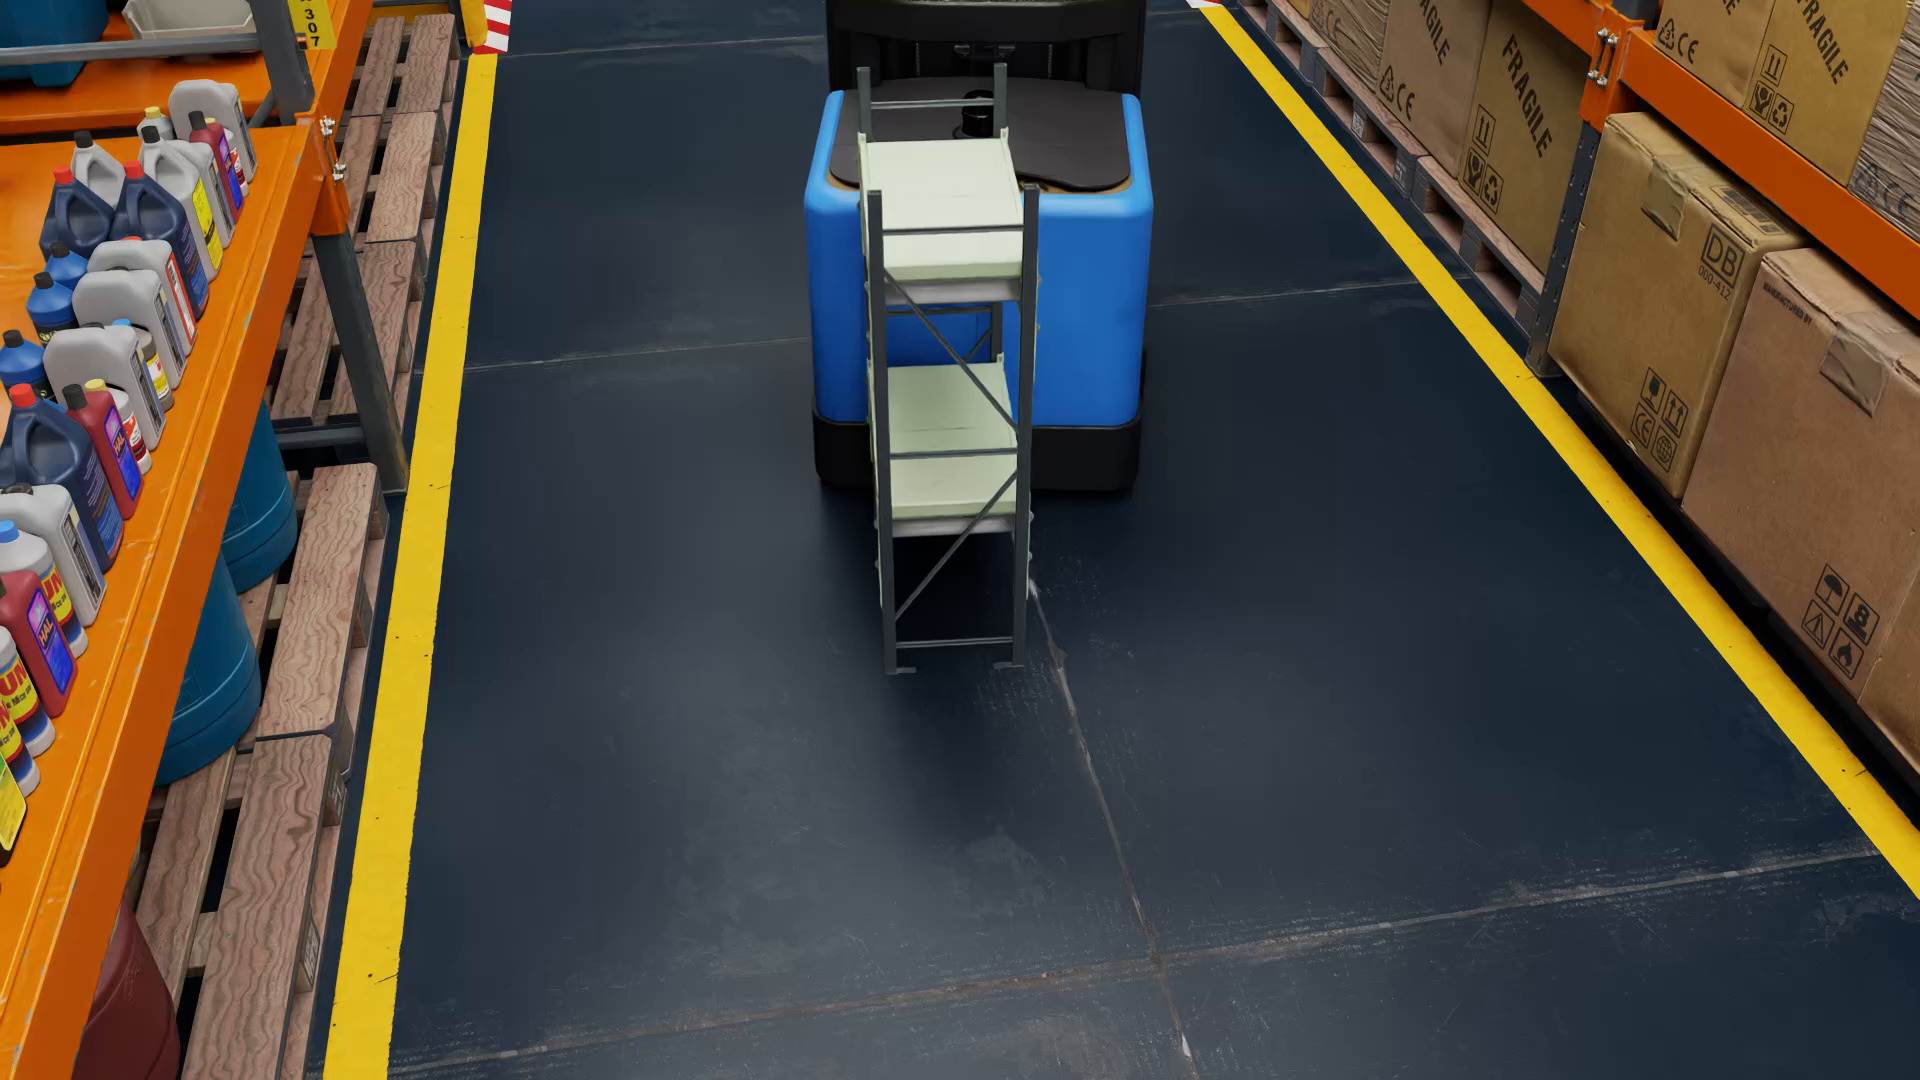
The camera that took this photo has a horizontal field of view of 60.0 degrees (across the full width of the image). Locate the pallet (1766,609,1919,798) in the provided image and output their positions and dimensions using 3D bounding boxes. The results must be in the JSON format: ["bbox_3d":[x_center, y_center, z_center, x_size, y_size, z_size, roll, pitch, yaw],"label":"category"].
[{"bbox_3d":[2.992,0.449,4.500,1.003,0.211,1.213,-6,38,-8],"label":"pallet"}]

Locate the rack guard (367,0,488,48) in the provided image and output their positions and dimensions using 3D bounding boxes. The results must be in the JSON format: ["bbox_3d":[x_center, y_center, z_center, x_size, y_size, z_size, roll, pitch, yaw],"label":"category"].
[{"bbox_3d":[-3.030,-2.758,8.393,1.175,0.500,0.348,-6,38,-8],"label":"rack guard"}]

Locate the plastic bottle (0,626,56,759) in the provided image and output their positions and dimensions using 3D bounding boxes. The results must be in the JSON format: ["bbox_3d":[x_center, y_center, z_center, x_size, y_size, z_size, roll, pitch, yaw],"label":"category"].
[{"bbox_3d":[-1.523,0.223,2.622,0.097,0.271,0.097,0,38,0],"label":"plastic bottle"}]

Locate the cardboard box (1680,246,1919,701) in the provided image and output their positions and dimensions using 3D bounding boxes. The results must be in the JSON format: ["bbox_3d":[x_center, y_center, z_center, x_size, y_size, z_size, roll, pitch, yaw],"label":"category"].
[{"bbox_3d":[2.854,-0.252,4.518,1.225,0.875,0.875,-7,38,-10],"label":"cardboard box"}]

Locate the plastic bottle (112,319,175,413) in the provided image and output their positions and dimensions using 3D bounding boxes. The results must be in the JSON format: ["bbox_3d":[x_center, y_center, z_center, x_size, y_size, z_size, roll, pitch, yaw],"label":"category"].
[{"bbox_3d":[-1.701,-0.361,3.431,0.097,0.201,0.097,0,38,0],"label":"plastic bottle"}]

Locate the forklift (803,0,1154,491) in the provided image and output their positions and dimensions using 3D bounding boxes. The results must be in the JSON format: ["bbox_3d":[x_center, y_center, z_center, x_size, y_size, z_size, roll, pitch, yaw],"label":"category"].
[{"bbox_3d":[0.095,-2.194,5.686,1.130,2.935,3.031,1,38,1],"label":"forklift"}]

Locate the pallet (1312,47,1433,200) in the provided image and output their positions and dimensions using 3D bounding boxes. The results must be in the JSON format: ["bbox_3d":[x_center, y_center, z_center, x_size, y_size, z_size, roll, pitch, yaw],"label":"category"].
[{"bbox_3d":[2.291,-1.954,7.593,1.003,0.211,1.213,-6,38,-8],"label":"pallet"}]

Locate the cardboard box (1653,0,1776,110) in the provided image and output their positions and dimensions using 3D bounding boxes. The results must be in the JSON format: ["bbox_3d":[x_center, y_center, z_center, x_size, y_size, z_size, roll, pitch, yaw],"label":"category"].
[{"bbox_3d":[2.399,-1.584,4.762,0.500,0.500,0.500,-6,38,-8],"label":"cardboard box"}]

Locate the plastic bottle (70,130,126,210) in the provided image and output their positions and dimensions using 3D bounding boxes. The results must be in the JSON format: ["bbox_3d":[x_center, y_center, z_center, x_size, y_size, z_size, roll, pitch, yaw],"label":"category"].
[{"bbox_3d":[-1.970,-0.761,3.825,0.144,0.351,0.185,-6,38,-8],"label":"plastic bottle"}]

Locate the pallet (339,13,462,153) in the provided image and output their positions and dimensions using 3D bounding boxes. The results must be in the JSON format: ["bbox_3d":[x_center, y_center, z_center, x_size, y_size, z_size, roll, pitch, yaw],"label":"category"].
[{"bbox_3d":[-2.906,-2.129,7.818,1.003,0.211,1.213,-6,38,-8],"label":"pallet"}]

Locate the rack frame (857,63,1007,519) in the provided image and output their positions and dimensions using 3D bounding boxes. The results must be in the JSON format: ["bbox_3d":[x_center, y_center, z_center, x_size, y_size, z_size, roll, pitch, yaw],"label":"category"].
[{"bbox_3d":[-0.074,-0.668,4.888,0.400,1.500,0.023,-3,38,-4],"label":"rack frame"}]

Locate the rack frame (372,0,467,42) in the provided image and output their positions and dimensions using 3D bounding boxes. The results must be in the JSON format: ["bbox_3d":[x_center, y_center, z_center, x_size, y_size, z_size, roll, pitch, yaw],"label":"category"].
[{"bbox_3d":[-3.013,-3.732,7.609,1.000,3.000,0.127,-6,38,-8],"label":"rack frame"}]

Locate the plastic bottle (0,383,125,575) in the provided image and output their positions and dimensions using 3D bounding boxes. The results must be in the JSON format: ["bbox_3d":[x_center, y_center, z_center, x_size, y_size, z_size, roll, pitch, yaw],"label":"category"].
[{"bbox_3d":[-1.635,-0.111,2.988,0.144,0.351,0.185,-6,38,-8],"label":"plastic bottle"}]

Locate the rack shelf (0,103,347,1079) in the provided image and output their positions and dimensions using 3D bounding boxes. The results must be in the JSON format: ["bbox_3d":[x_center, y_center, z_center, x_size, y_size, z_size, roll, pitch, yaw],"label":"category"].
[{"bbox_3d":[-1.961,0.176,3.165,1.077,0.370,4.000,-6,38,-8],"label":"rack shelf"}]

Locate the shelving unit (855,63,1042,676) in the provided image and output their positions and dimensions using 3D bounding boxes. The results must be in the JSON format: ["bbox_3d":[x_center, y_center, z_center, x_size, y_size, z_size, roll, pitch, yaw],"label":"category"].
[{"bbox_3d":[-0.045,-0.444,4.600,0.431,1.500,0.755,-3,38,-4],"label":"shelving unit"}]

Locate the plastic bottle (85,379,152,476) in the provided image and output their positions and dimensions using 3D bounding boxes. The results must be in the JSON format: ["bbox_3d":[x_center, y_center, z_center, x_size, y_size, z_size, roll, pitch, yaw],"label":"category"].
[{"bbox_3d":[-1.660,-0.221,3.251,0.097,0.201,0.097,0,38,0],"label":"plastic bottle"}]

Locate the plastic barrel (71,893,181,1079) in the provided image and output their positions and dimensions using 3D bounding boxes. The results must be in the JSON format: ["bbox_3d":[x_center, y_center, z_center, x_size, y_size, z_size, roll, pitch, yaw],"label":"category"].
[{"bbox_3d":[-1.911,0.911,3.256,0.600,0.588,0.708,-6,38,-8],"label":"plastic barrel"}]

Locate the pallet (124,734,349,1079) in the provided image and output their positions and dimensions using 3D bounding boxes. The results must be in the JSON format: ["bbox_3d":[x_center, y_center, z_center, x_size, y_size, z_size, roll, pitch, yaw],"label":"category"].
[{"bbox_3d":[-2.000,0.994,3.798,1.003,0.211,1.213,-6,38,-8],"label":"pallet"}]

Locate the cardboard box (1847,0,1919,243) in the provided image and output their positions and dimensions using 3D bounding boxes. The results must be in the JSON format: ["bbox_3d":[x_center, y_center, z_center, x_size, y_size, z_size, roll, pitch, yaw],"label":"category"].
[{"bbox_3d":[2.576,-0.978,3.982,0.500,0.500,0.500,-7,38,-9],"label":"cardboard box"}]

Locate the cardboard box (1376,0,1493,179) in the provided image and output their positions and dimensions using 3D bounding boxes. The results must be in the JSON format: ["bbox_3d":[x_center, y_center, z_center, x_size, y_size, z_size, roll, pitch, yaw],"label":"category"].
[{"bbox_3d":[2.370,-2.126,6.932,0.875,0.875,0.875,-6,38,-8],"label":"cardboard box"}]

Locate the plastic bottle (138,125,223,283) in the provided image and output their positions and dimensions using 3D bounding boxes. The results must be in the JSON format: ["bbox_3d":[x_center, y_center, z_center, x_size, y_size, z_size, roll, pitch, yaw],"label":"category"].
[{"bbox_3d":[-1.828,-0.777,3.845,0.144,0.351,0.185,-6,38,-8],"label":"plastic bottle"}]

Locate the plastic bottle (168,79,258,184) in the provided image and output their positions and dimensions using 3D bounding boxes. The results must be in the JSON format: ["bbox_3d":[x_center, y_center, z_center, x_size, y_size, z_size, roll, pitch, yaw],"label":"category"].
[{"bbox_3d":[-1.924,-1.064,4.275,0.152,0.276,0.135,-6,38,-8],"label":"plastic bottle"}]

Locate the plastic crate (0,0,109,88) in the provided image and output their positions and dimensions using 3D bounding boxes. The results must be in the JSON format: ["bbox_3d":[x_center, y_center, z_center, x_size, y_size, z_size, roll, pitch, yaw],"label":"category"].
[{"bbox_3d":[-2.729,-1.579,4.801,0.392,0.384,0.575,-6,38,-8],"label":"plastic crate"}]

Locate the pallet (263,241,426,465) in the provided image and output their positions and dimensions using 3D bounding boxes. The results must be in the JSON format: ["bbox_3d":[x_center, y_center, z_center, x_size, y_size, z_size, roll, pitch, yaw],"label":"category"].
[{"bbox_3d":[-2.479,-0.655,5.921,1.003,0.211,1.213,-6,38,-8],"label":"pallet"}]

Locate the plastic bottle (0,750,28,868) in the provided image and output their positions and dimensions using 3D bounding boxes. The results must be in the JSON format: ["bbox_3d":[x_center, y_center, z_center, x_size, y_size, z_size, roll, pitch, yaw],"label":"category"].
[{"bbox_3d":[-1.468,0.345,2.456,0.061,0.283,0.133,-6,38,-8],"label":"plastic bottle"}]

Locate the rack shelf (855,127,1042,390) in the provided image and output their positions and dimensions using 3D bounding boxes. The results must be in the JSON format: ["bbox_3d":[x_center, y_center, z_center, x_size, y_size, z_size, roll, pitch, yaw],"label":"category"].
[{"bbox_3d":[-0.045,-0.753,4.360,0.431,0.370,0.720,-3,38,-4],"label":"rack shelf"}]

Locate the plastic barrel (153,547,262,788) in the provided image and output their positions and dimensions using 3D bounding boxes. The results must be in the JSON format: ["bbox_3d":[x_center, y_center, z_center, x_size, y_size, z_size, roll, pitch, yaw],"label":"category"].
[{"bbox_3d":[-2.109,0.105,4.038,0.600,0.901,0.708,-6,38,-8],"label":"plastic barrel"}]

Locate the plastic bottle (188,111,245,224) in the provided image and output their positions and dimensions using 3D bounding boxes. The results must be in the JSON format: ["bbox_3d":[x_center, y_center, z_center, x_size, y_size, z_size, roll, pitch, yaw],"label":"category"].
[{"bbox_3d":[-1.839,-0.932,4.100,0.061,0.283,0.133,-6,38,-8],"label":"plastic bottle"}]

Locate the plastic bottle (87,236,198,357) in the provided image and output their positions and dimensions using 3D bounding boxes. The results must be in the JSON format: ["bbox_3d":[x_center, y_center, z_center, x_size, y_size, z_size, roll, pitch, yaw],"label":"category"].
[{"bbox_3d":[-1.772,-0.539,3.599,0.152,0.276,0.135,-6,38,-8],"label":"plastic bottle"}]

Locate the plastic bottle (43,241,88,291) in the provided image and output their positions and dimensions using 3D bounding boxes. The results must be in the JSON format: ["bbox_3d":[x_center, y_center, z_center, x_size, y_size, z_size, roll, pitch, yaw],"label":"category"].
[{"bbox_3d":[-1.891,-0.512,3.569,0.097,0.271,0.097,0,38,0],"label":"plastic bottle"}]

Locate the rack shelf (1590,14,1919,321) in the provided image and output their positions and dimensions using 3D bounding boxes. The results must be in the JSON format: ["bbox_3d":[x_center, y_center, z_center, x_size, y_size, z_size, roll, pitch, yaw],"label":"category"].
[{"bbox_3d":[2.915,-0.357,3.851,1.077,0.370,4.000,-6,38,-8],"label":"rack shelf"}]

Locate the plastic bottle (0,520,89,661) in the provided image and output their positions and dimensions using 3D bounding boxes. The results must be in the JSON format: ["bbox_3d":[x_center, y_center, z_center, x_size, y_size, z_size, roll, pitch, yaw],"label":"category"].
[{"bbox_3d":[-1.564,0.084,2.802,0.097,0.271,0.097,0,38,0],"label":"plastic bottle"}]

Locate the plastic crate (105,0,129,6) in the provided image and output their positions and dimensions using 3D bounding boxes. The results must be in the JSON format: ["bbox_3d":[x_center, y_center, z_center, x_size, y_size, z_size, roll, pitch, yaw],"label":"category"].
[{"bbox_3d":[-2.772,-1.878,5.398,0.437,0.125,0.590,-6,38,-8],"label":"plastic crate"}]

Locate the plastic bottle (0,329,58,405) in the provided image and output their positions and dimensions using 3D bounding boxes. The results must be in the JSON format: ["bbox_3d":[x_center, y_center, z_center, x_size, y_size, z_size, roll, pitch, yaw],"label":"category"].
[{"bbox_3d":[-1.827,-0.291,3.284,0.097,0.271,0.097,0,38,0],"label":"plastic bottle"}]

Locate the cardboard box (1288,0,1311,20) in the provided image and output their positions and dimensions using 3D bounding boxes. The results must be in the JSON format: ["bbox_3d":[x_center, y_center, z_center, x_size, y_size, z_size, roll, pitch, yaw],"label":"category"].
[{"bbox_3d":[2.055,-3.214,8.331,0.875,0.875,0.875,-6,38,-8],"label":"cardboard box"}]
